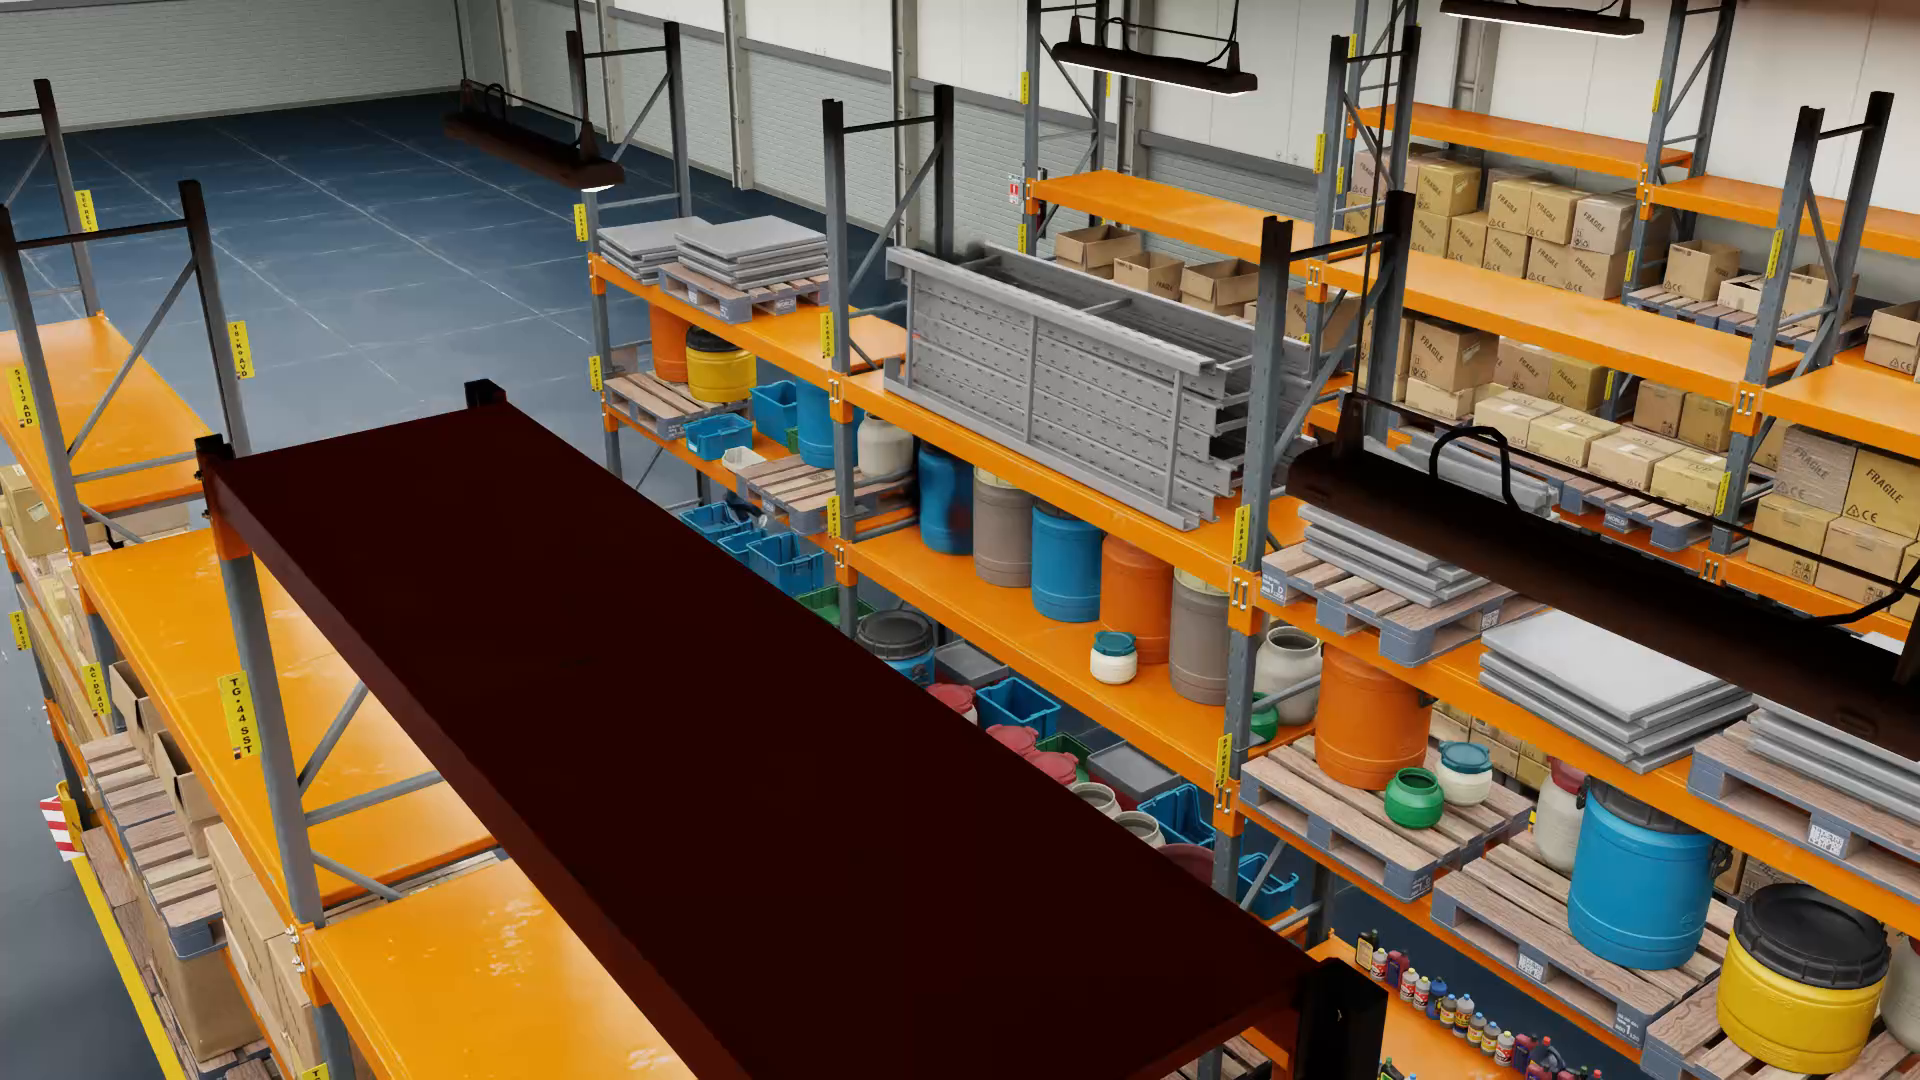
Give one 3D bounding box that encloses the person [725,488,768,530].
[{"bbox_3d":[-2.479,-0.789,18.849,0.546,1.562,0.559,-7,26,-15],"label":"person"}]
